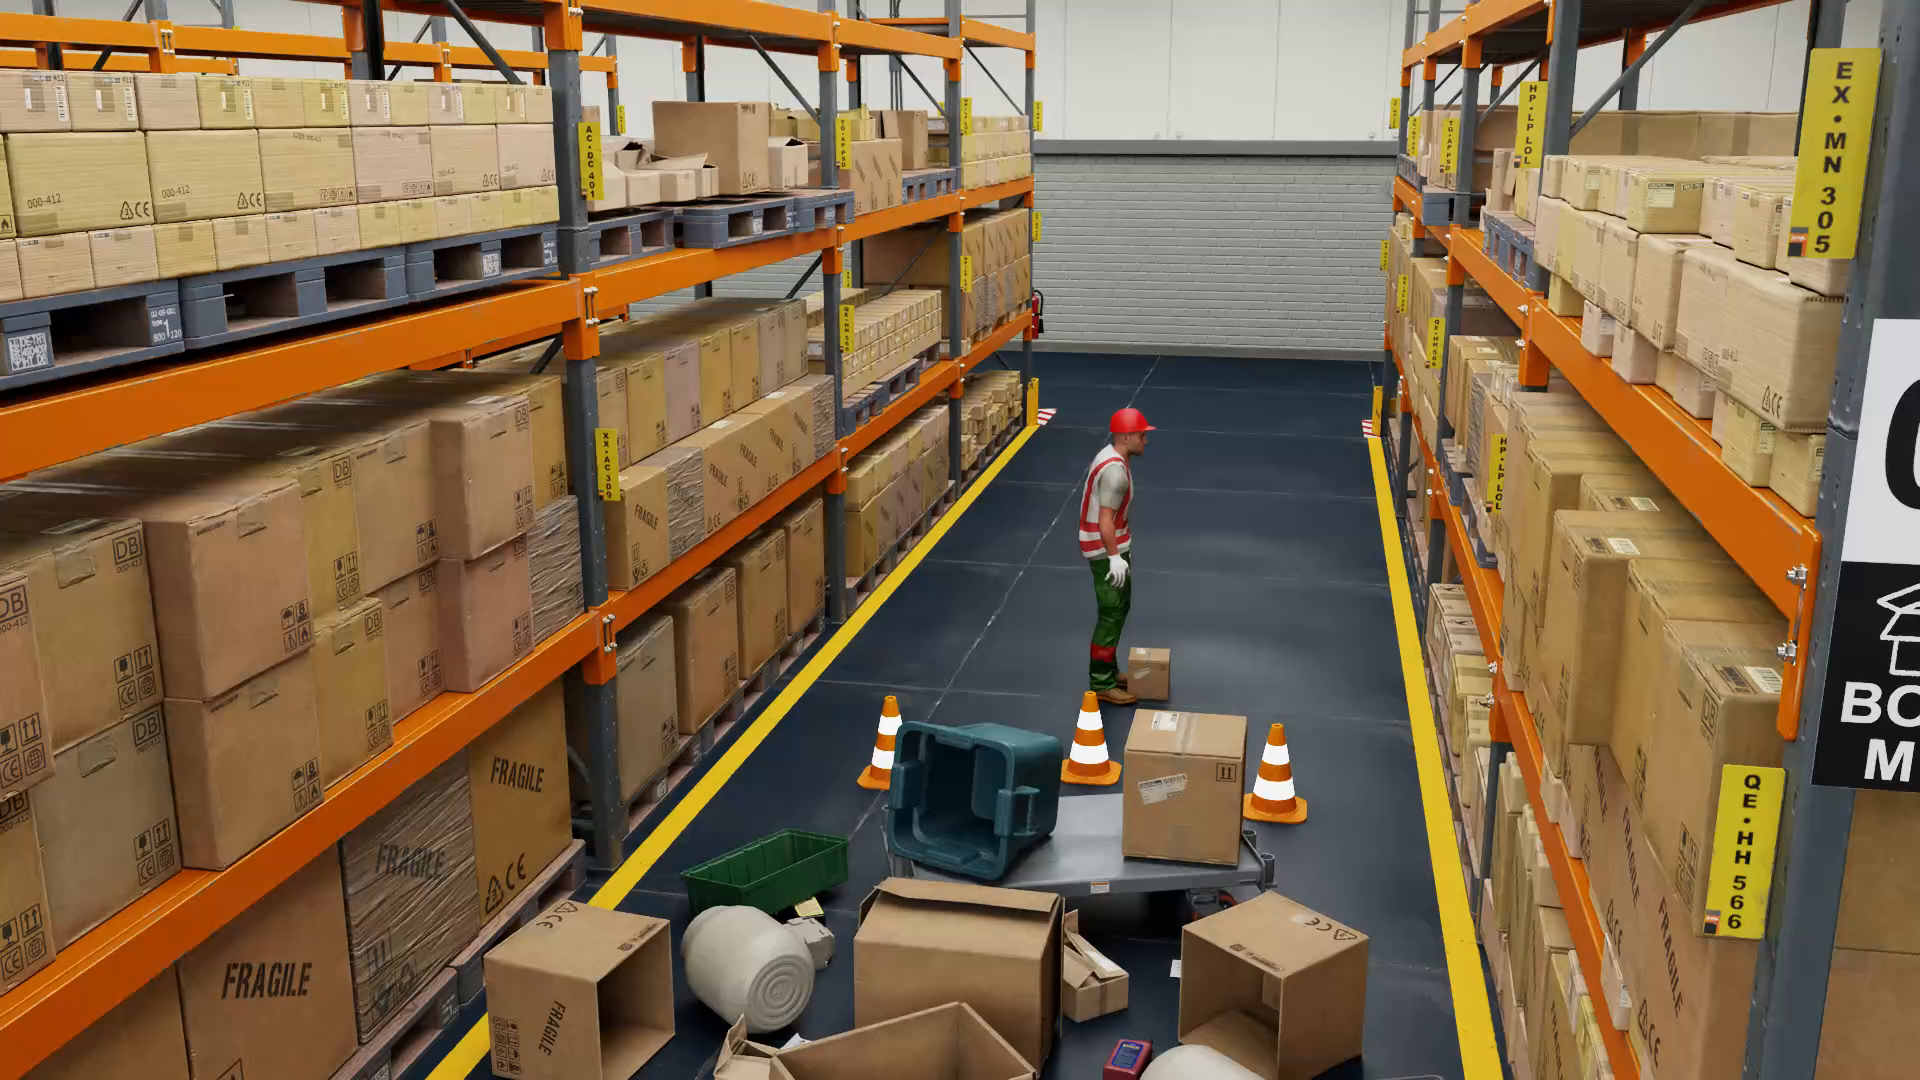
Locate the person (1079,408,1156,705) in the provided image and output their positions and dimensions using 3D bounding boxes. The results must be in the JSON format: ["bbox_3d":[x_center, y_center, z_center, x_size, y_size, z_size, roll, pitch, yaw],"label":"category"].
[{"bbox_3d":[0.953,0.077,10.180,0.449,1.779,0.619,2,15,8],"label":"person"}]
